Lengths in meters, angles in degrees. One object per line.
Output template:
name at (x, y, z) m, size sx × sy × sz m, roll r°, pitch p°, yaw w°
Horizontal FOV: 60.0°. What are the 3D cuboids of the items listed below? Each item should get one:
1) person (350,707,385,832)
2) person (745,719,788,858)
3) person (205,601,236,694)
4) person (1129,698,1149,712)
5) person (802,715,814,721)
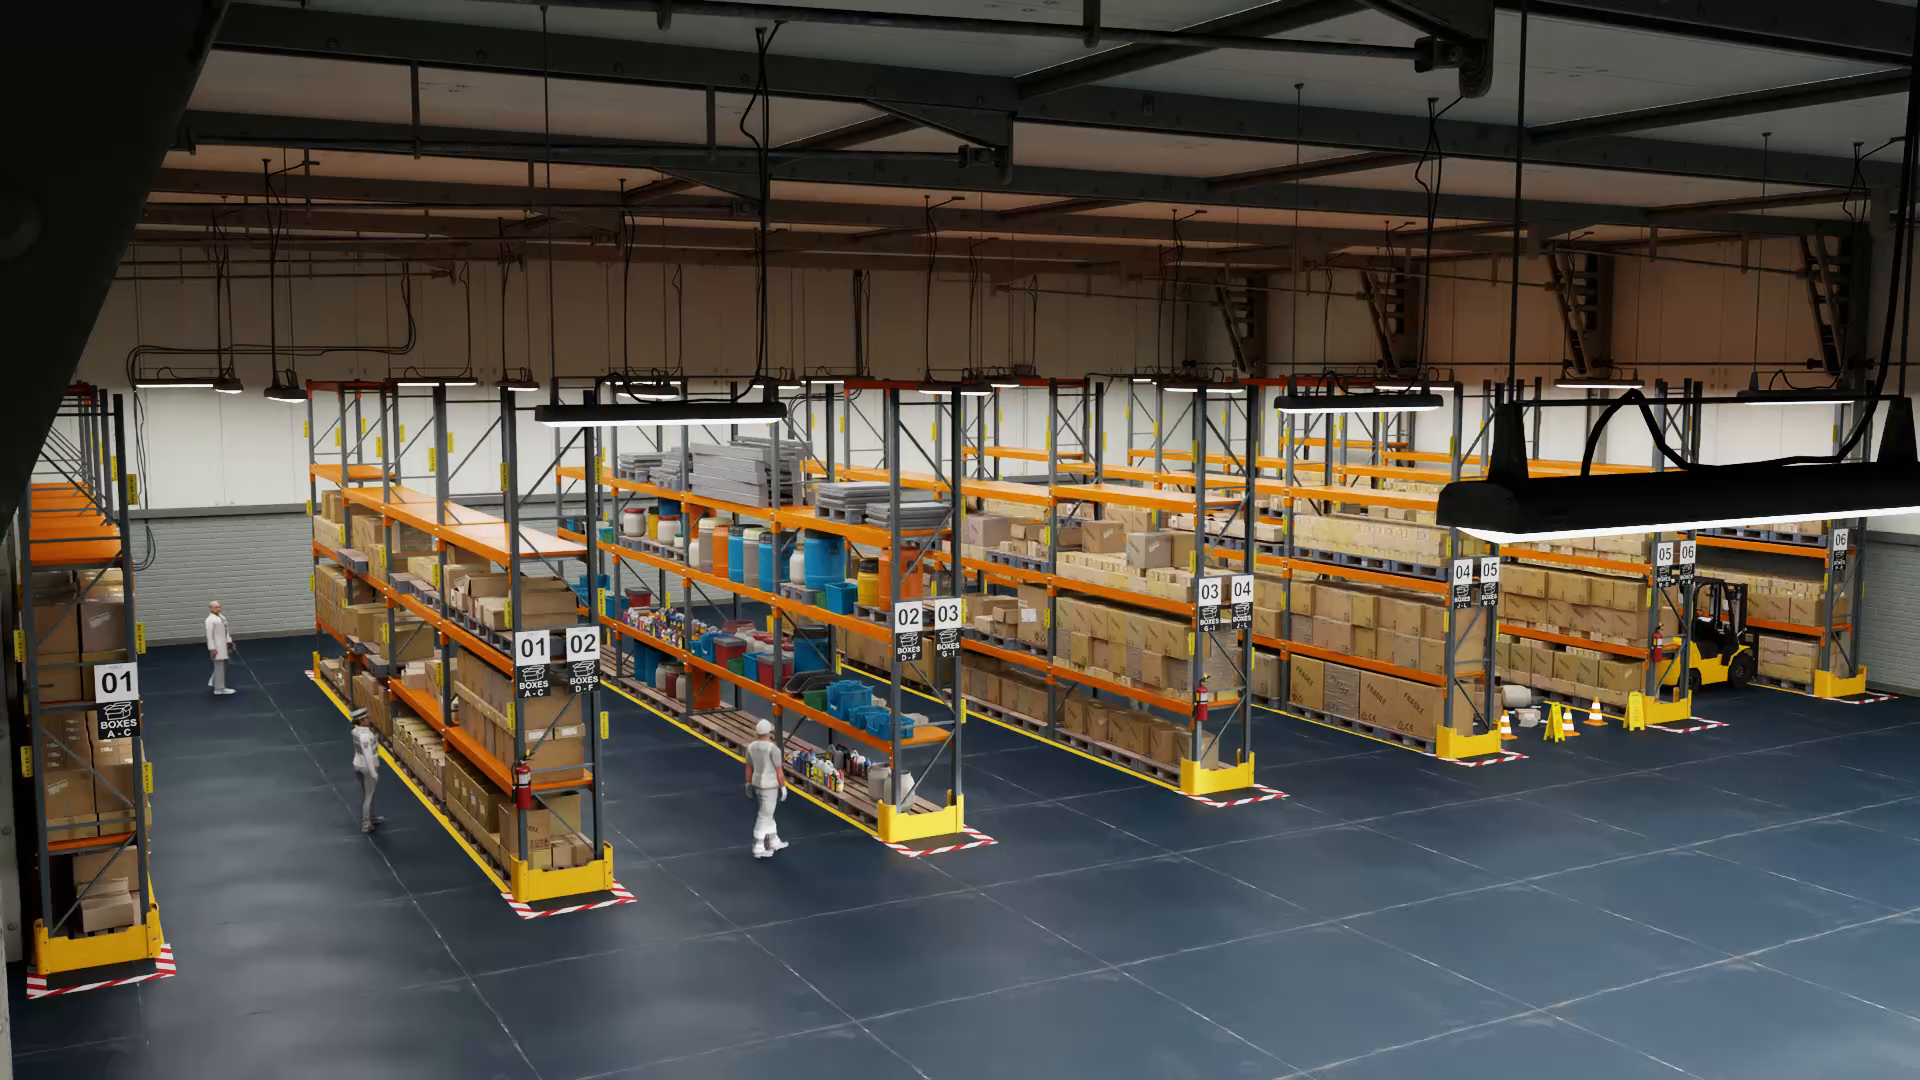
person at (-8.026, 3.095, 22.663) m, size 0.497 × 1.684 × 0.539 m, roll 5°, pitch 8°, yaw 37°
person at (-2.412, 3.167, 21.410) m, size 0.656 × 1.782 × 0.545 m, roll -5°, pitch 8°, yaw -39°
person at (-14.177, 2.051, 31.878) m, size 0.518 × 1.785 × 0.627 m, roll -2°, pitch 6°, yaw -19°
person at (3.180, 2.347, 29.104) m, size 0.538 × 1.755 × 0.511 m, roll 1°, pitch 6°, yaw 6°
person at (-2.617, 2.421, 29.436) m, size 0.436 × 1.619 × 0.452 m, roll 2°, pitch 6°, yaw 20°
